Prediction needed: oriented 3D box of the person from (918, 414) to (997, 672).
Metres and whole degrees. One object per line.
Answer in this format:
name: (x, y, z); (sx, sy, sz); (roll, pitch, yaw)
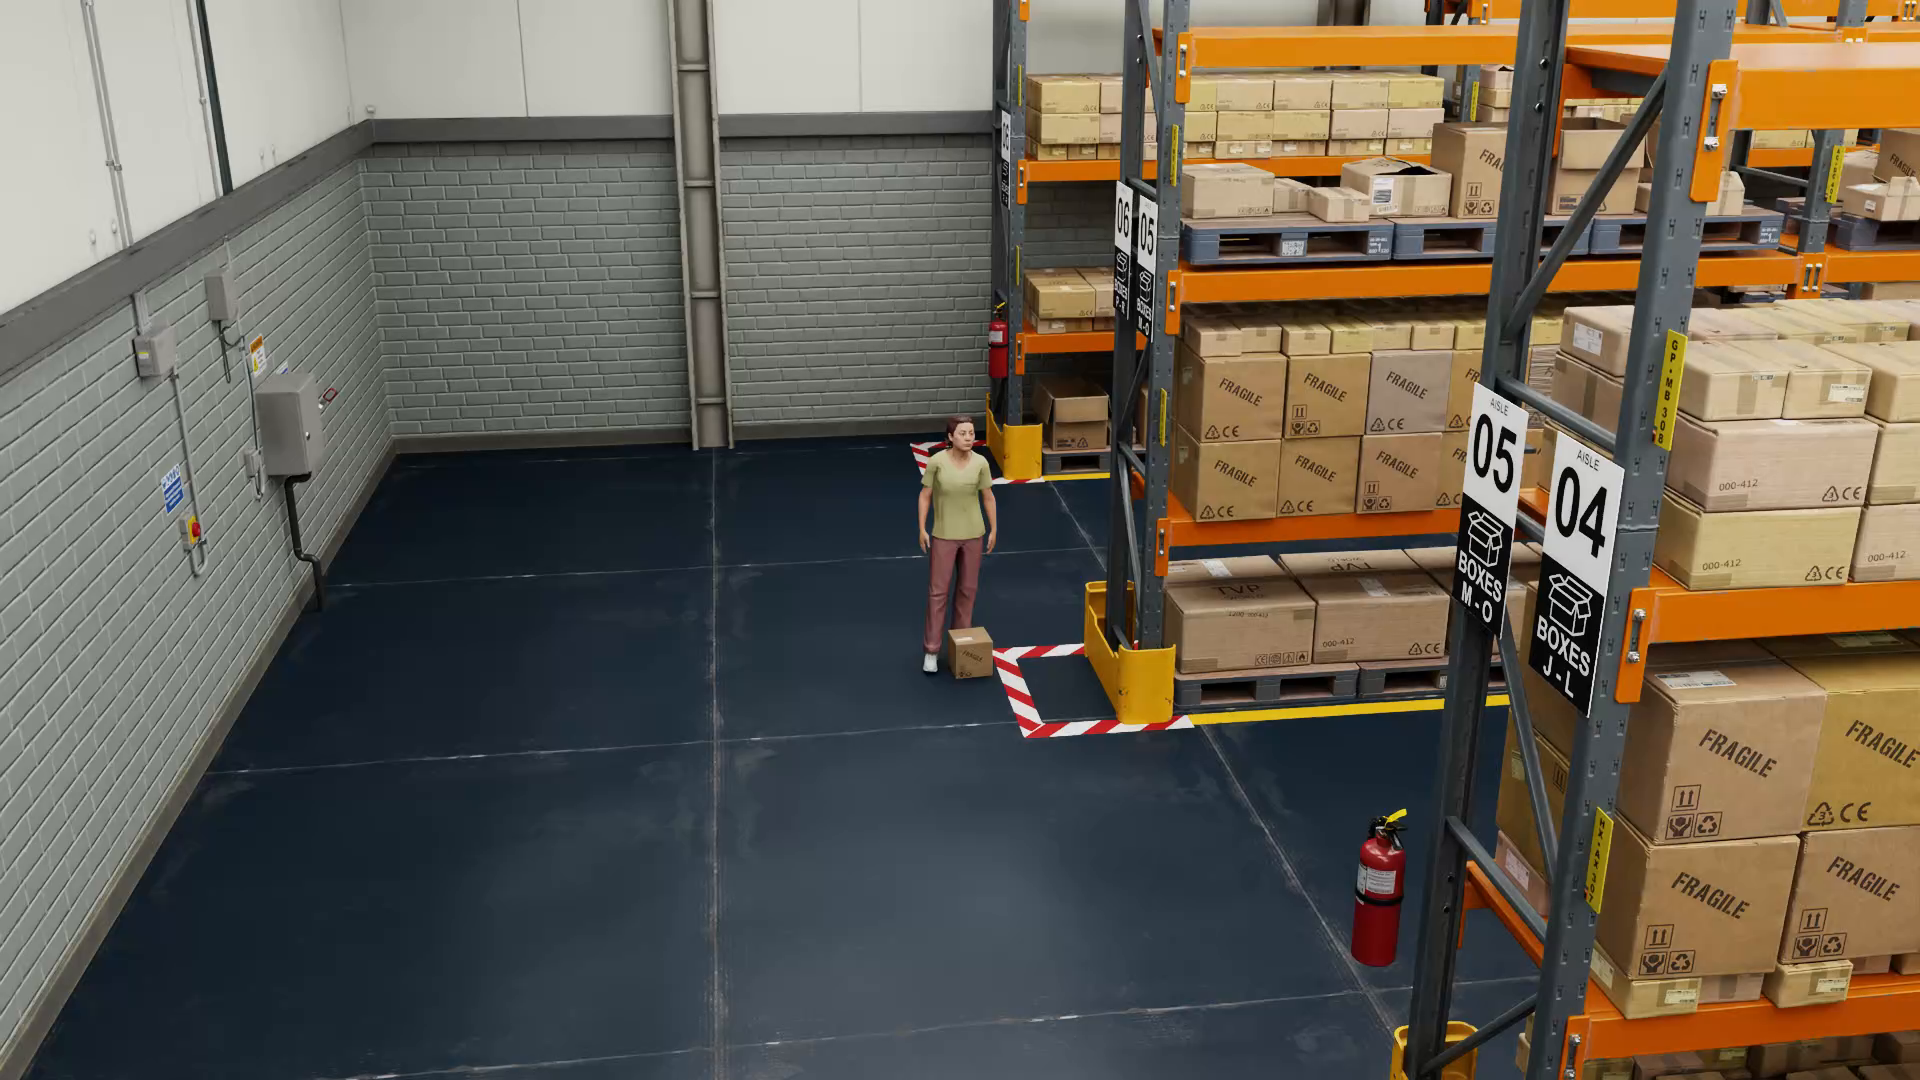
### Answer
person: (-0.009, 0.005, 11.036); (0.555, 1.676, 0.549); (-4, 20, -10)
